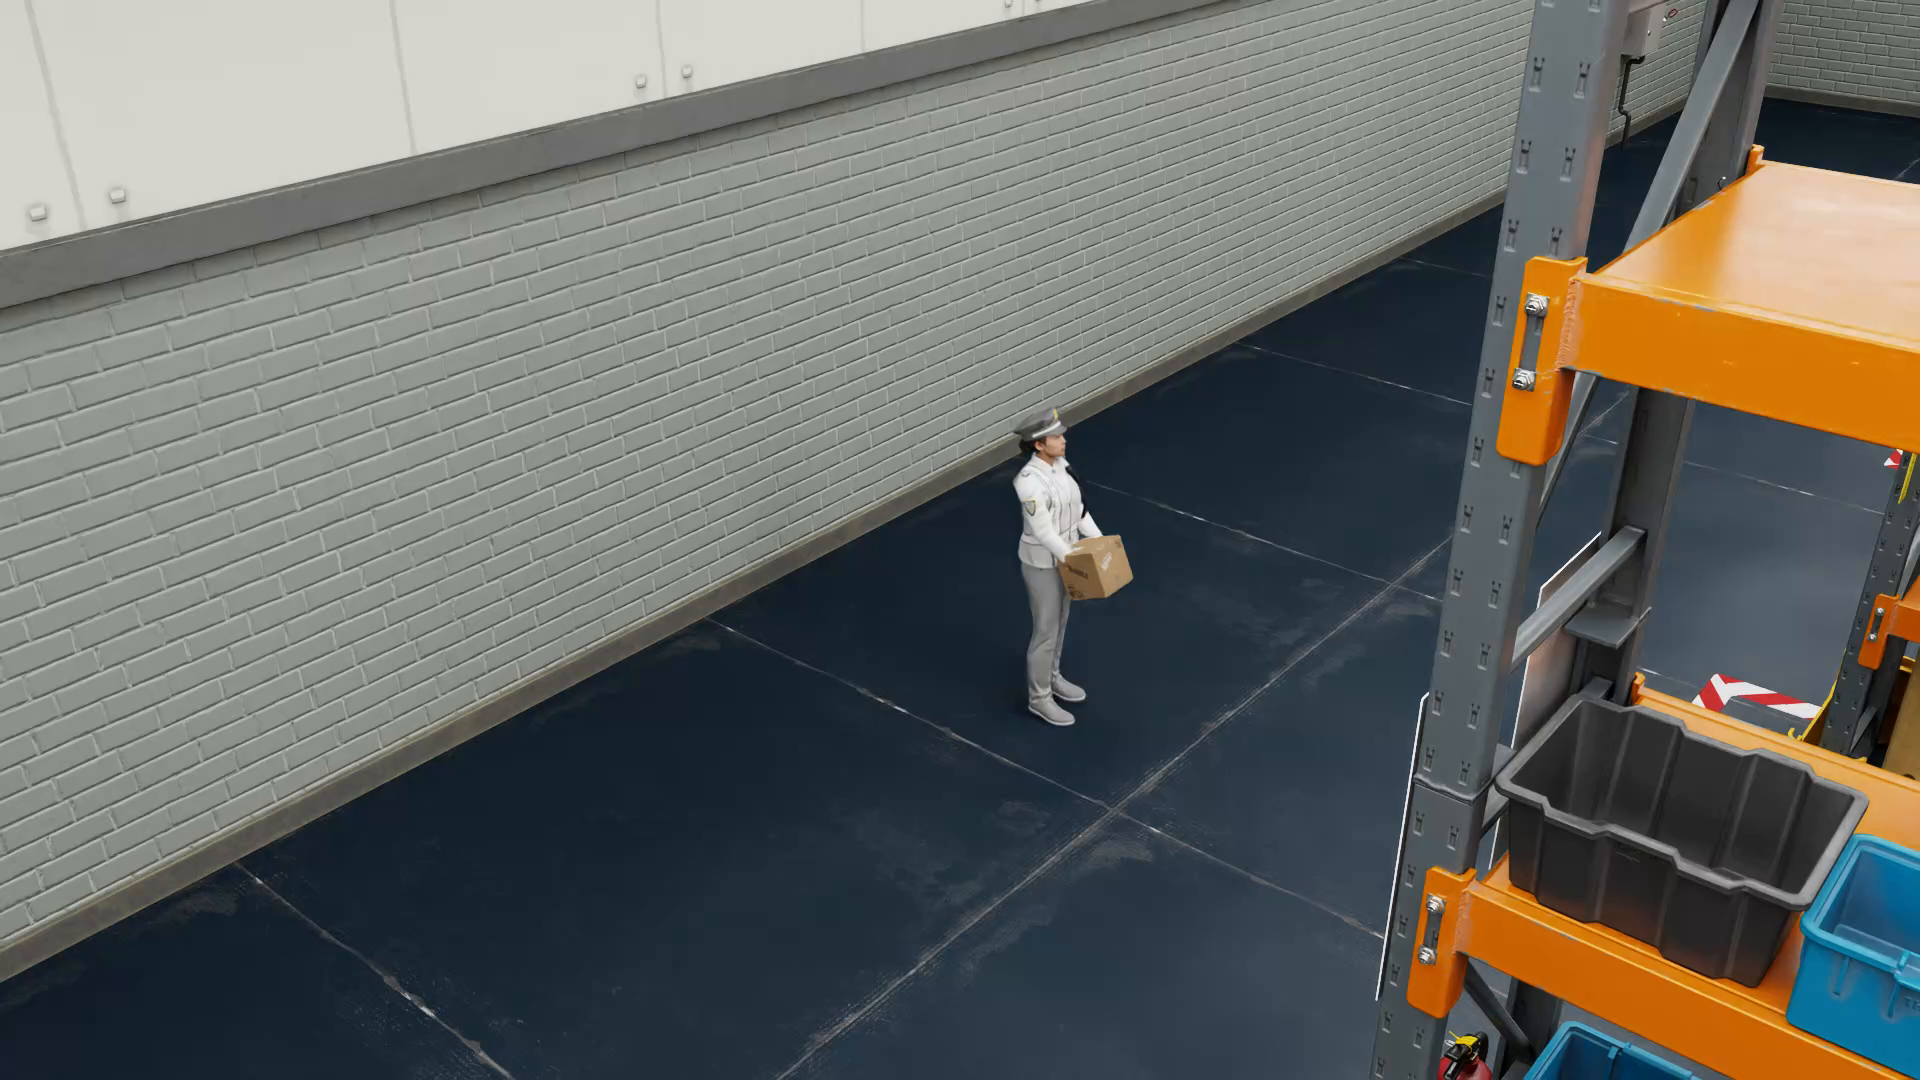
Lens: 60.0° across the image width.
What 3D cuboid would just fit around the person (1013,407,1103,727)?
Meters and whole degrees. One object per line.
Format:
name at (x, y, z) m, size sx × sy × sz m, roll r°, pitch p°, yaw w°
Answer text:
person at (0.513, 0.116, 8.762) m, size 0.535 × 1.701 × 0.513 m, roll 13°, pitch 30°, yaw 24°
